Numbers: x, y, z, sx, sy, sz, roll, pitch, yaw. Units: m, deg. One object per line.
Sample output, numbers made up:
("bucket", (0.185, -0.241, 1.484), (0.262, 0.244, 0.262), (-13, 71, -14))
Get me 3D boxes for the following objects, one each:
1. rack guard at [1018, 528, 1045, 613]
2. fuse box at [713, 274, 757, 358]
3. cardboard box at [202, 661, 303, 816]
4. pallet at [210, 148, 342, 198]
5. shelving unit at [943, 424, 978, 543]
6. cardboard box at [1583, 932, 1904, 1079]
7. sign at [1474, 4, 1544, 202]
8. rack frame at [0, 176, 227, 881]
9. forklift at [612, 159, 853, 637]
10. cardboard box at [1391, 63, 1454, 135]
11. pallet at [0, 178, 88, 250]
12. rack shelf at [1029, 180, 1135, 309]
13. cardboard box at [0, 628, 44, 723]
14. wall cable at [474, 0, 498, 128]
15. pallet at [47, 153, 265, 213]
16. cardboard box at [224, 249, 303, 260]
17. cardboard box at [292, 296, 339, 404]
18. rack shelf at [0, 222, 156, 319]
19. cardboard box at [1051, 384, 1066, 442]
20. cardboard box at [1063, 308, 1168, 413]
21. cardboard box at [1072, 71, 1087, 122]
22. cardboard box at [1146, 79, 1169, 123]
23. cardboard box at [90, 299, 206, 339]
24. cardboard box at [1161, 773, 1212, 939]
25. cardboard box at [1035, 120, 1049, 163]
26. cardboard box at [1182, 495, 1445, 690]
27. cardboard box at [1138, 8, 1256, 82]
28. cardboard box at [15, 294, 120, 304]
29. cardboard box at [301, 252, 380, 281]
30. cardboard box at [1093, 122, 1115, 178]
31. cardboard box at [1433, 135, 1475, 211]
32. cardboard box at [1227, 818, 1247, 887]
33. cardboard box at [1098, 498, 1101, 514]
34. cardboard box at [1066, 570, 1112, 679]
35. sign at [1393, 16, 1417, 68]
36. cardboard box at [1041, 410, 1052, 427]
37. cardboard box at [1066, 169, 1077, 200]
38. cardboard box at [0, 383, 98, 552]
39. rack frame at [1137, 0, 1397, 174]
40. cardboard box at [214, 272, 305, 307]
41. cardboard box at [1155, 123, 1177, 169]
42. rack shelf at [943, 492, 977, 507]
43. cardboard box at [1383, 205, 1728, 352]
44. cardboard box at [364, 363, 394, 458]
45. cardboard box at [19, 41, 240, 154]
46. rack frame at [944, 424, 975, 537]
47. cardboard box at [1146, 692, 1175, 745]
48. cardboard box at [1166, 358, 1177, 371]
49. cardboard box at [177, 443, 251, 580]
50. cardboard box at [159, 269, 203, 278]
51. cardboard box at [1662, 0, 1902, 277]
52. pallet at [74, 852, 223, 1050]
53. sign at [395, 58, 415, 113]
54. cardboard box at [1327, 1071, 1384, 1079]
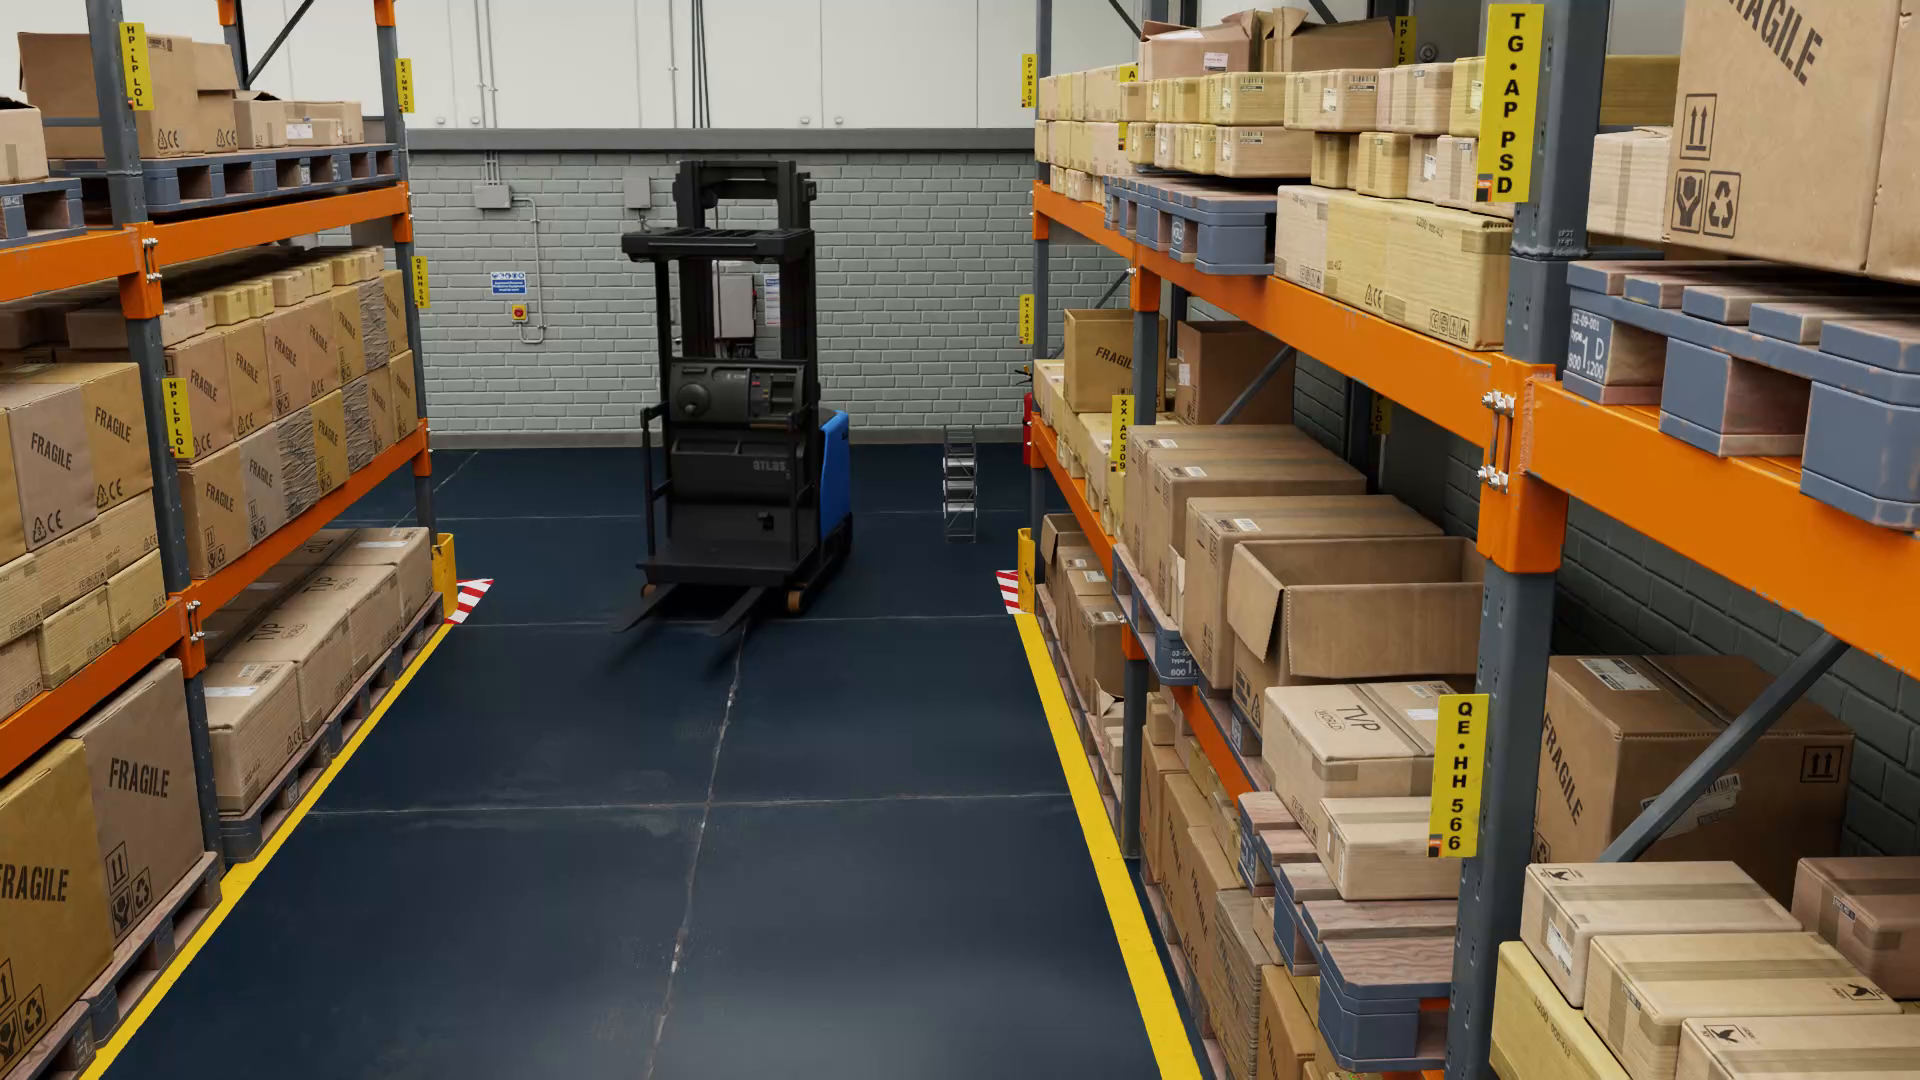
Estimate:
("rack guard", (0.986, 0.196, 11.263), (1.175, 0.500, 0.348), (-1, 14, -3))
("fuse box", (-2.239, -1.731, 16.318), (0.539, 1.711, 0.414), (-1, 14, -3))
("cardboard box", (-3.656, 0.918, 7.738), (0.875, 0.438, 0.875), (-1, 14, -4))
("pallet", (-3.837, -1.878, 8.463), (1.003, 0.211, 1.213), (-1, 14, -3))
("shelving unit", (-0.001, -0.438, 12.922), (0.258, 0.900, 0.210), (-1, 14, -3))
("cardboard box", (1.221, 0.743, 2.615), (0.380, 0.149, 0.250), (-1, 14, -2))
("sign", (0.936, -0.740, 2.824), (0.100, 0.325, 0.005), (-1, 14, -3))
("rack frame", (-3.724, 0.038, 6.857), (1.000, 3.000, 0.127), (-1, 14, -3))
("forklift", (-1.546, -1.017, 11.095), (1.130, 2.935, 3.031), (2, 15, 8))
("cardboard box", (1.183, -0.975, 3.680), (0.380, 0.149, 0.250), (-1, 14, -5))
("pallet", (-3.618, -1.094, 5.624), (0.805, 0.209, 1.217), (-1, 15, -6))
("rack shelf", (1.106, -1.641, 8.808), (1.077, 0.370, 4.000), (-1, 14, -3))
("cardboard box", (-3.402, 0.471, 5.476), (0.500, 0.250, 0.500), (-1, 14, -5))
("wall cable", (-4.606, -5.272, 15.458), (0.463, 3.000, 0.029), (-1, 14, -3))
("pallet", (-3.765, -1.575, 7.286), (1.003, 0.211, 1.213), (-1, 14, -3))
("cardboard box", (-4.139, -1.647, 9.897), (0.380, 0.149, 0.250), (-1, 14, -2))
("cardboard box", (-3.586, -0.995, 8.667), (0.500, 0.500, 0.500), (-1, 14, -4))
("rack shelf", (-3.601, -0.568, 4.640), (1.077, 0.370, 4.000), (-1, 14, -3))
("cardboard box", (0.807, -0.737, 9.575), (0.500, 0.250, 0.500), (-1, 14, -4))
("cardboard box", (0.834, -0.979, 9.009), (0.500, 0.500, 0.500), (-1, 14, -2))
("cardboard box", (0.858, -2.308, 8.657), (0.500, 0.250, 0.500), (0, 14, -2))
("cardboard box", (0.871, -1.556, 5.898), (0.380, 0.149, 0.250), (-1, 14, -4))
("cardboard box", (-3.517, -0.954, 7.207), (0.380, 0.149, 0.250), (-1, 14, -3))
("cardboard box", (1.078, 1.224, 6.423), (0.500, 0.500, 0.500), (-1, 14, -4))
("cardboard box", (0.736, -2.443, 10.188), (0.500, 0.250, 0.500), (-1, 14, -4))
("cardboard box", (1.117, 0.157, 5.354), (0.700, 0.500, 0.500), (-1, 14, -4))
("cardboard box", (0.900, -1.886, 6.351), (0.396, 0.266, 0.258), (-1, 14, -4))
("cardboard box", (-3.975, -1.009, 7.421), (0.380, 0.149, 0.250), (-1, 14, -3))
("cardboard box", (-3.610, -1.591, 9.683), (0.380, 0.149, 0.250), (-1, 14, -4))
("cardboard box", (0.907, -1.808, 7.720), (0.500, 0.250, 0.500), (-1, 14, -5))
("cardboard box", (1.219, -0.767, 3.468), (0.380, 0.149, 0.250), (-1, 14, -5))
("cardboard box", (1.130, 1.071, 5.716), (0.380, 0.149, 0.250), (0, 14, -1))
("cardboard box", (0.890, -0.187, 8.238), (0.380, 0.149, 0.250), (-1, 14, -2))
("cardboard box", (0.872, 0.473, 9.342), (0.500, 0.500, 0.500), (-1, 14, -2))
("sign", (1.783, -1.942, 6.708), (0.100, 0.325, 0.005), (-1, 14, -3))
("cardboard box", (0.728, -0.826, 10.722), (0.380, 0.149, 0.250), (-1, 14, -4))
("cardboard box", (0.767, -1.899, 8.873), (0.380, 0.149, 0.250), (-1, 14, -3))
("cardboard box", (-3.407, -0.258, 5.804), (0.500, 0.500, 0.500), (-1, 14, -2))
("rack frame", (1.229, -2.945, 6.411), (1.000, 3.000, 0.127), (-1, 14, -3))
("cardboard box", (-3.561, -1.270, 8.433), (0.380, 0.149, 0.250), (-1, 14, -3))
("cardboard box", (0.876, -1.351, 5.698), (0.380, 0.149, 0.250), (-1, 14, -3))
("rack shelf", (-0.001, -0.318, 12.953), (0.258, 0.077, 0.200), (-1, 14, -3))
("cardboard box", (1.203, -0.548, 3.419), (0.500, 0.250, 0.500), (-1, 14, -5))
("cardboard box", (-3.662, -0.764, 9.775), (0.500, 0.500, 0.500), (-1, 14, -5))
("cardboard box", (-3.840, -2.051, 7.708), (0.797, 0.503, 0.637), (0, 14, 1))
("rack frame", (-0.007, -0.463, 13.020), (0.240, 0.900, 0.006), (-1, 14, -3))
("cardboard box", (0.986, 0.747, 6.974), (0.380, 0.149, 0.250), (0, 14, -1))
("cardboard box", (1.275, -0.995, 10.578), (0.500, 0.250, 0.500), (0, 14, -2))
("cardboard box", (-3.492, -0.131, 7.314), (0.500, 0.500, 0.500), (0, 14, -2))
("cardboard box", (-4.173, -1.324, 8.645), (0.380, 0.149, 0.250), (-1, 14, -5))
("cardboard box", (1.279, -0.613, 2.127), (0.500, 0.500, 0.500), (-1, 14, -3))
("pallet", (-3.601, 1.580, 6.464), (1.003, 0.211, 1.213), (-1, 14, -3))
("sign", (-3.430, -2.804, 10.269), (0.100, 0.325, 0.005), (-1, 14, -3))
("cardboard box", (1.146, 1.462, 4.195), (0.380, 0.149, 0.250), (-2, 15, -6))
